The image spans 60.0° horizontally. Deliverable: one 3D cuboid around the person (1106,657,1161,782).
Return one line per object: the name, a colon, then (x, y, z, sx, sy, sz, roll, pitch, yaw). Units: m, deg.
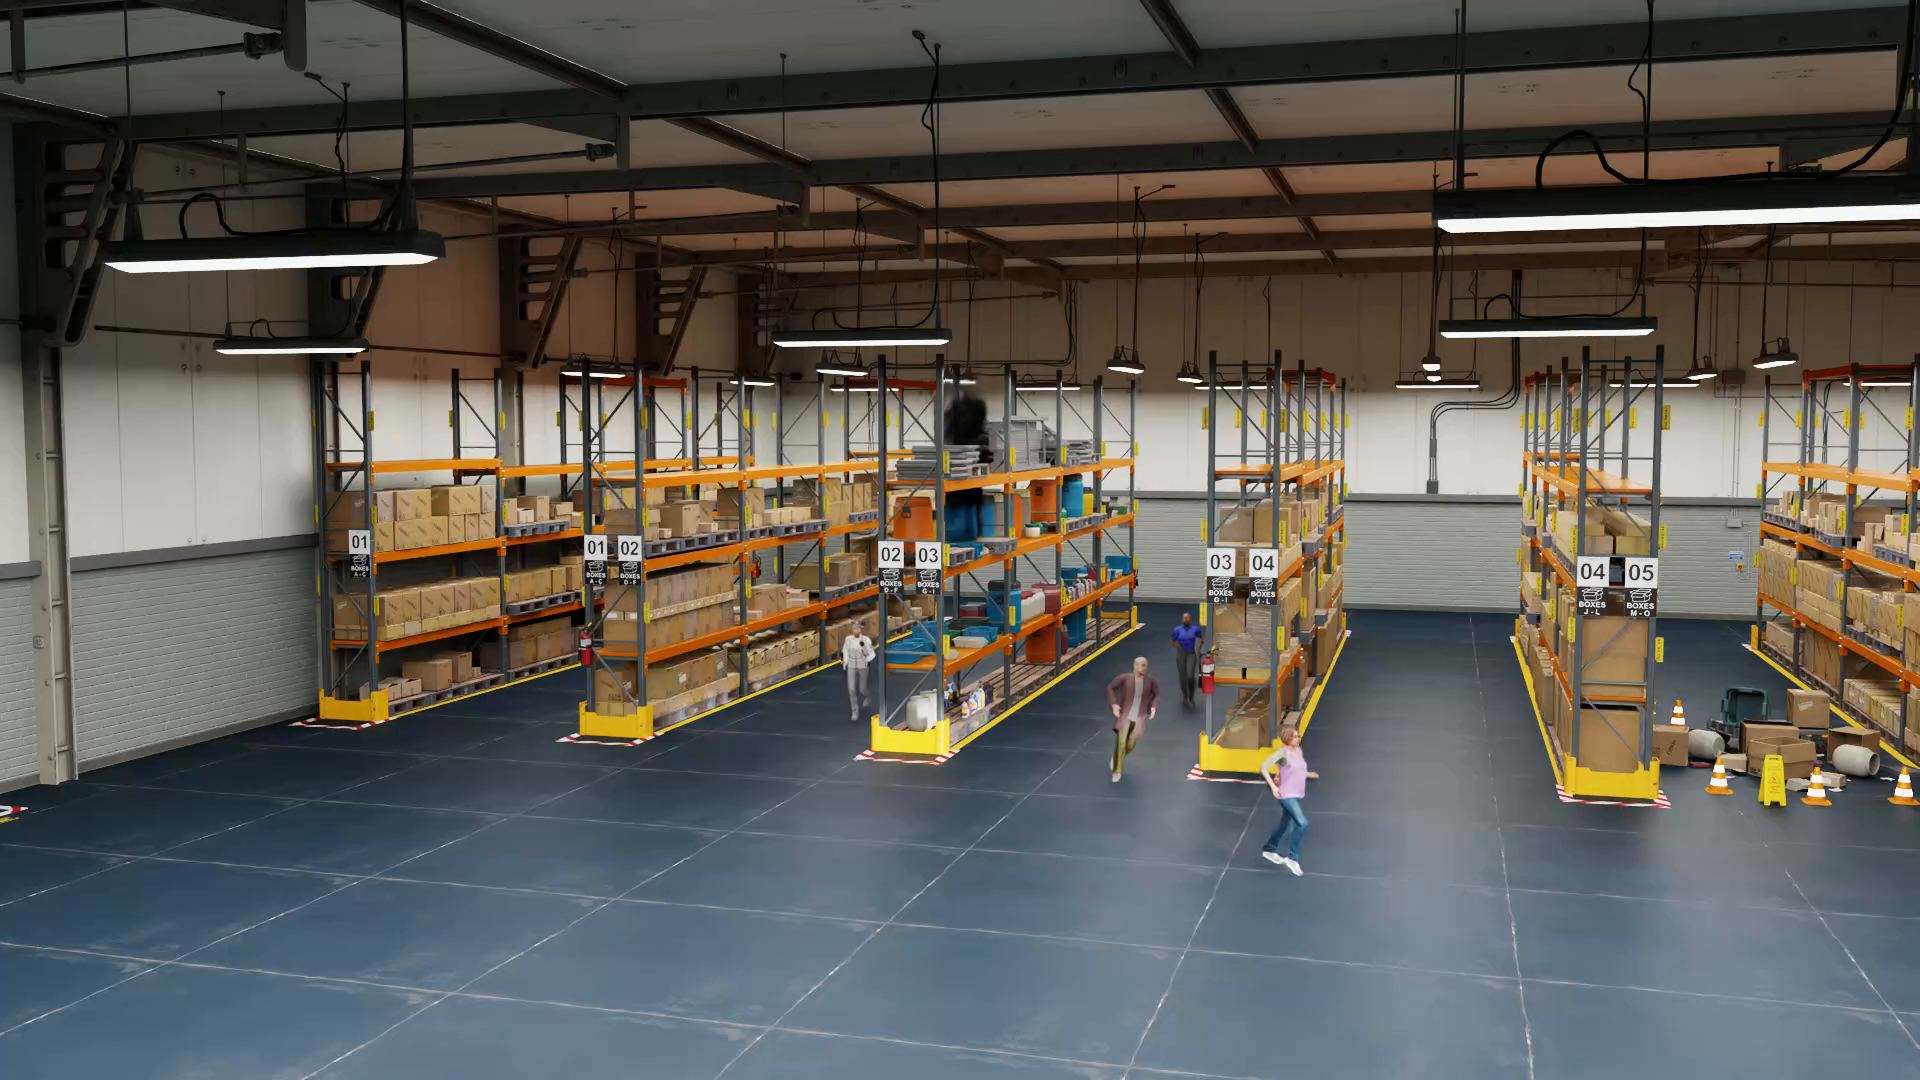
person: (2.450, 2.503, 23.455, 0.768, 1.740, 0.796, -1, 4, -7)

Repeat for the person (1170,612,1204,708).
person: (3.976, 2.115, 29.234, 0.566, 1.692, 0.727, 1, 4, 14)

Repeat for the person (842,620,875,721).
person: (-1.714, 2.166, 28.156, 0.597, 1.676, 0.853, 1, 4, 8)

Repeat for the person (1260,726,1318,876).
person: (3.656, 2.884, 18.463, 0.703, 1.639, 0.503, 3, 5, 38)
